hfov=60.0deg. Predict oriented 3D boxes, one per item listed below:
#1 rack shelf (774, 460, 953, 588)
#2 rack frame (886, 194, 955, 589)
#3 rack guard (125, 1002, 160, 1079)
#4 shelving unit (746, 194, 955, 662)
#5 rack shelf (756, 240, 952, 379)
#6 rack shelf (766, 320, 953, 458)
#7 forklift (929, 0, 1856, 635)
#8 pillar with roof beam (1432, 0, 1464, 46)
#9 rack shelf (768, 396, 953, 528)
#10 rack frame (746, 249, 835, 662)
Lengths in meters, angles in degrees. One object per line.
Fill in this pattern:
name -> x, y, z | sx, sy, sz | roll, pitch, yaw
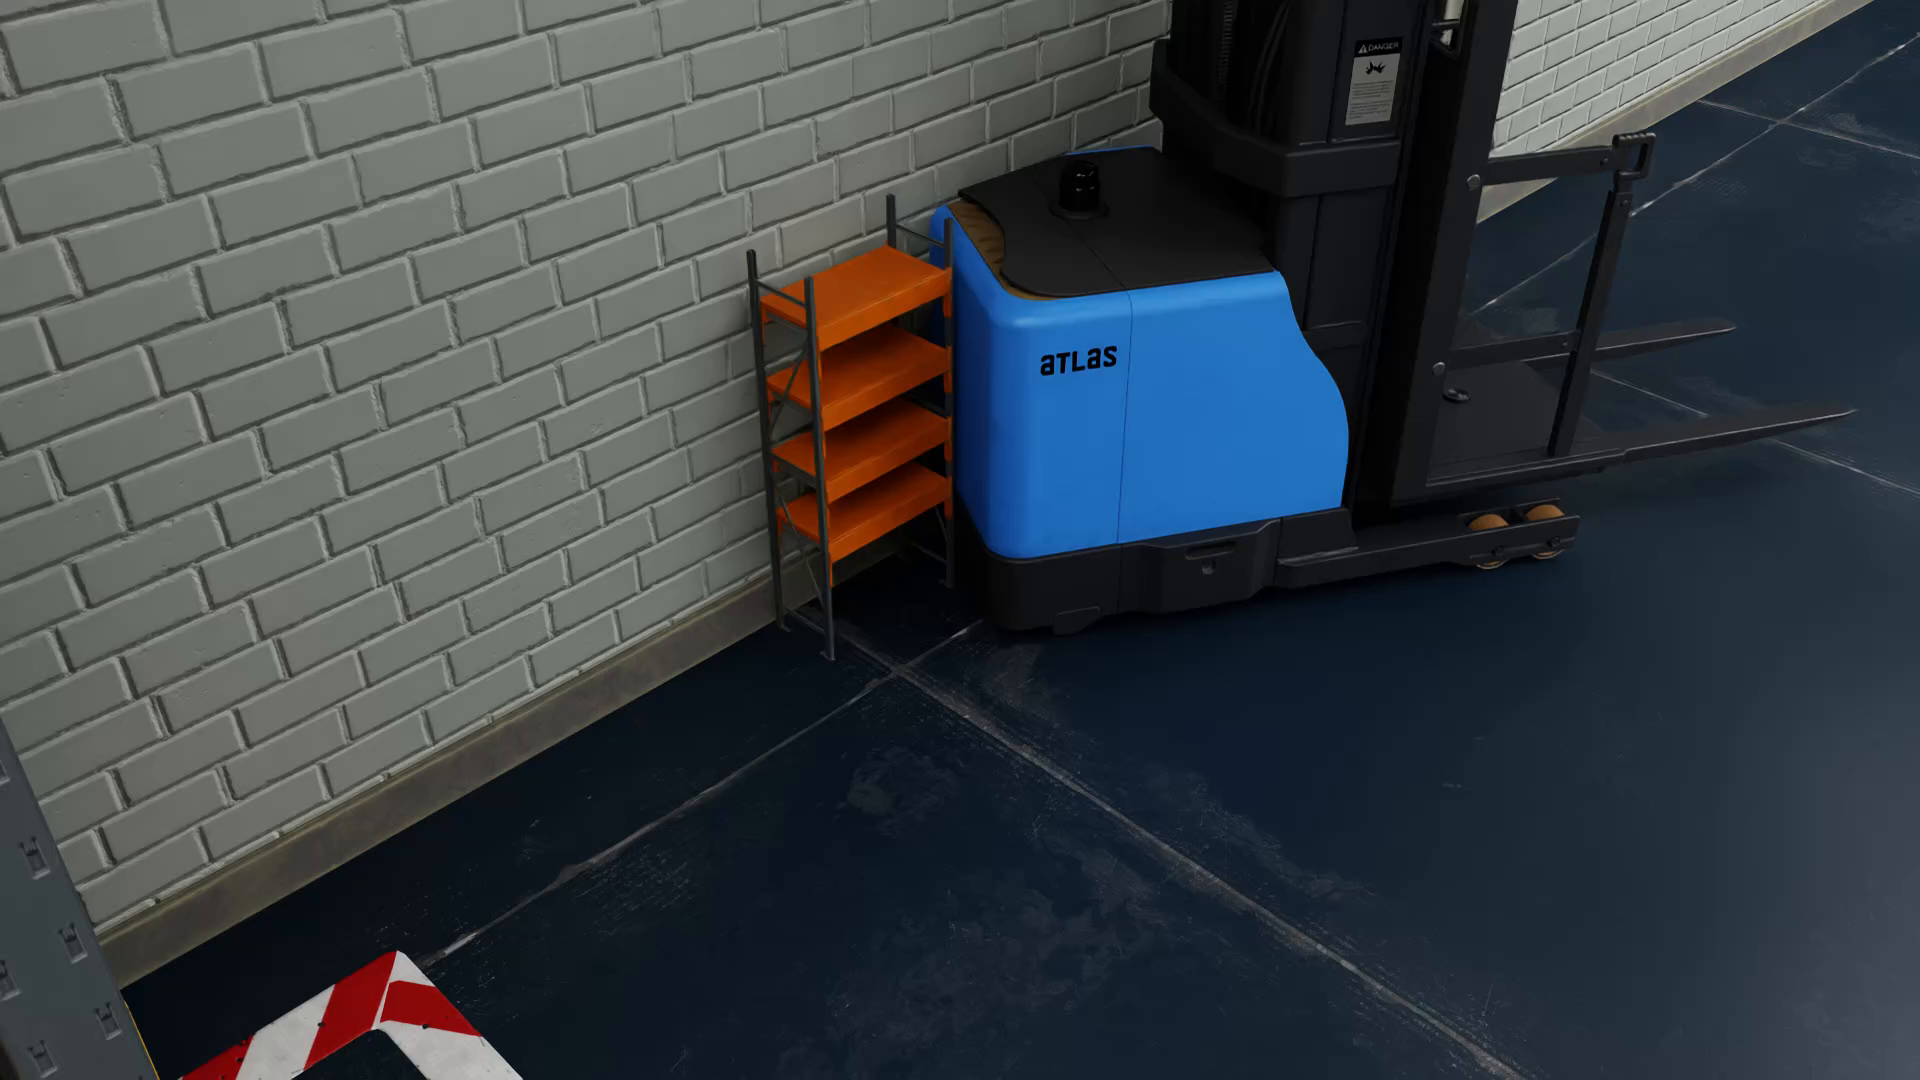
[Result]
rack shelf -> -0.278, -0.075, 4.774 | 0.258, 0.148, 0.480 | 29, 44, 35
rack frame -> -0.108, -0.394, 4.765 | 0.240, 1.200, 0.015 | 29, 44, 35
rack guard -> -1.366, 1.331, 2.905 | 1.175, 0.500, 0.348 | 30, 45, 35
shelving unit -> -0.278, -0.294, 4.622 | 0.258, 1.200, 0.503 | 29, 44, 35
rack shelf -> -0.279, -0.616, 4.398 | 0.258, 0.148, 0.480 | 29, 44, 35
rack shelf -> -0.278, -0.422, 4.533 | 0.258, 0.148, 0.480 | 29, 44, 35
forklift -> 1.405, -1.395, 4.688 | 3.031, 2.935, 1.130 | -9, 36, -13
pillar with roof beam -> 4.770, -2.927, 1.580 | 9.100, 9.000, 0.400 | 30, 45, 35
rack shelf -> -0.278, -0.239, 4.660 | 0.258, 0.148, 0.480 | 29, 44, 35
rack frame -> -0.449, -0.194, 4.479 | 0.240, 1.200, 0.015 | 29, 44, 35
